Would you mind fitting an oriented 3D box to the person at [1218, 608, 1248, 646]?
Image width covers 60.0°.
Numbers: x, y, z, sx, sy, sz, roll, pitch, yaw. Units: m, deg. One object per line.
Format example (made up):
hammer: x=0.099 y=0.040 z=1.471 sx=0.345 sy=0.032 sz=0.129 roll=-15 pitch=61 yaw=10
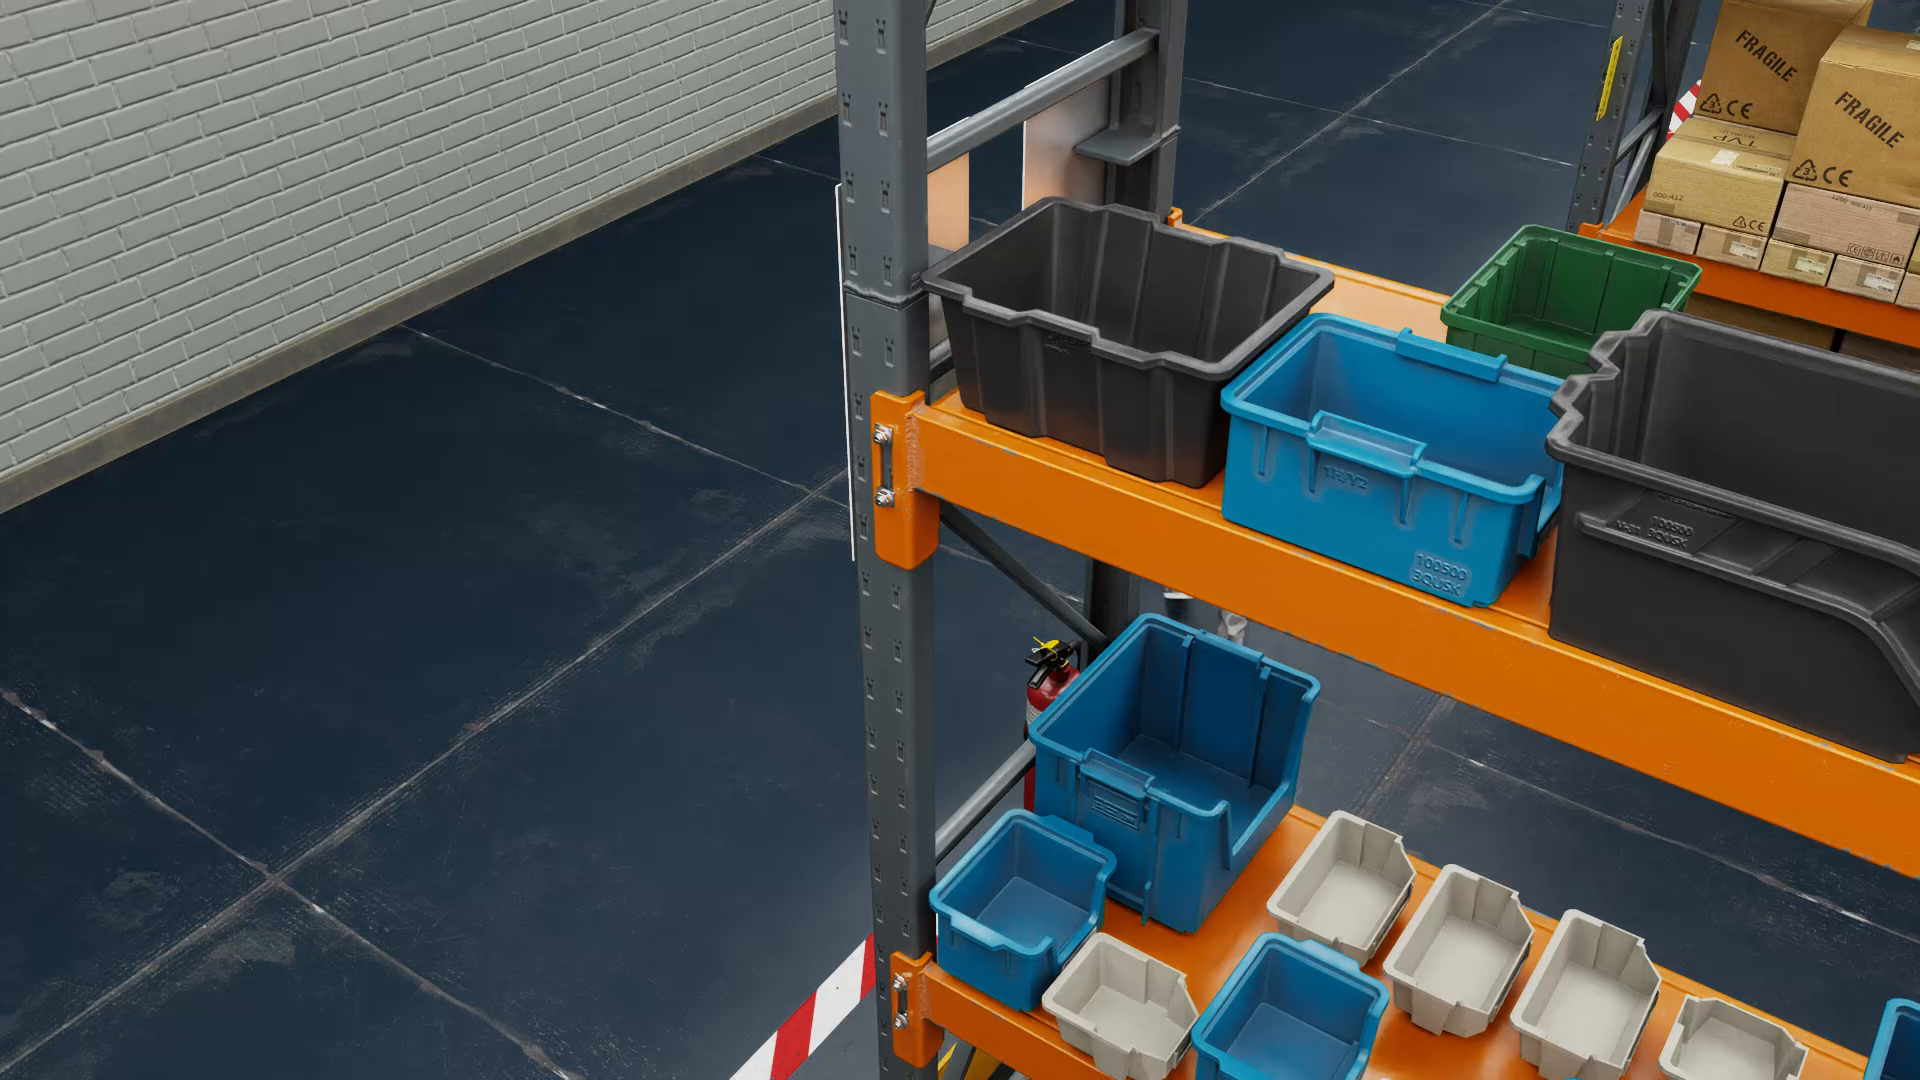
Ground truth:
person: x=1.039 y=-0.374 z=6.678 sx=0.462 sy=1.577 sz=0.862 roll=-1 pitch=35 yaw=-2
